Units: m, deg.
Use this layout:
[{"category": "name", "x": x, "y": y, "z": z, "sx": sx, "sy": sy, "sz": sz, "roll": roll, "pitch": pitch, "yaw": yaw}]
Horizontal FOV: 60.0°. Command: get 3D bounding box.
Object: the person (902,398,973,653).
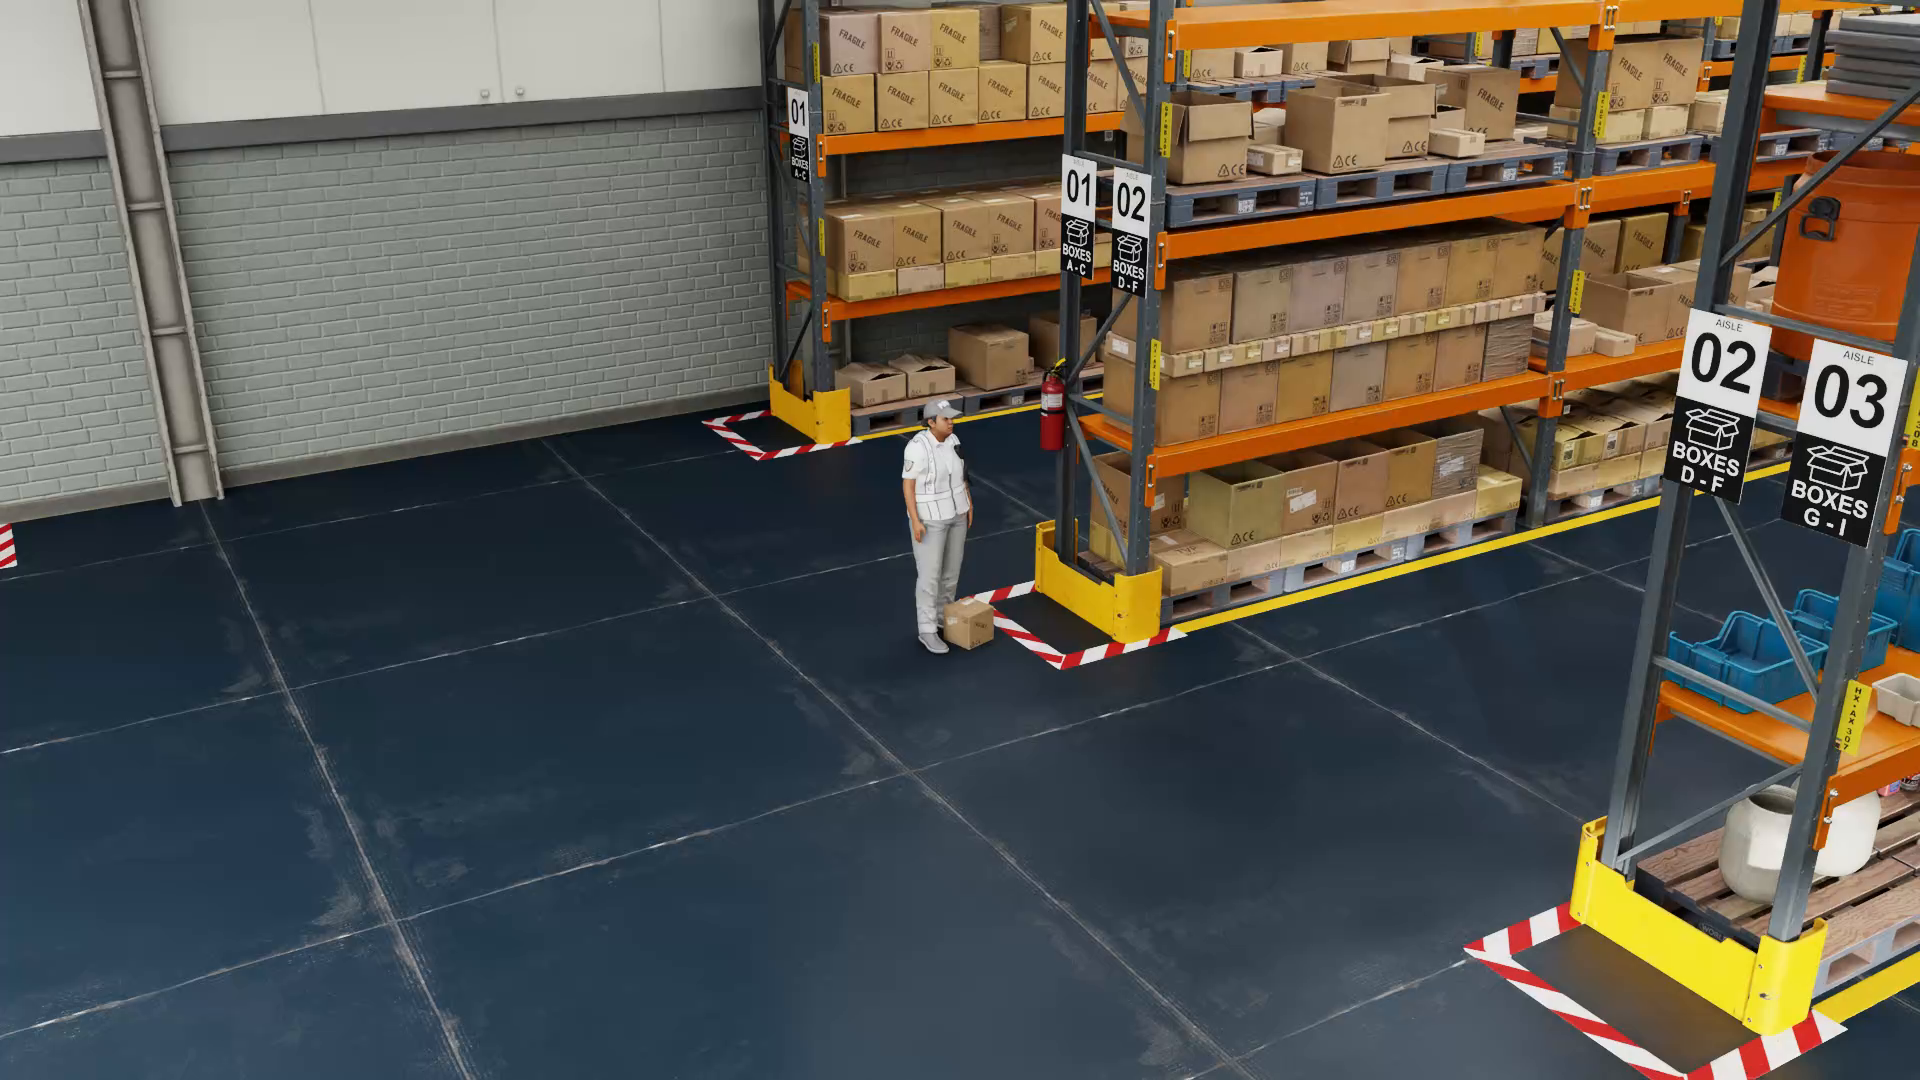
[{"category": "person", "x": -0.103, "y": -0.128, "z": 11.373, "sx": 0.599, "sy": 1.670, "sz": 0.529, "roll": -20, "pitch": 29, "yaw": -40}]
